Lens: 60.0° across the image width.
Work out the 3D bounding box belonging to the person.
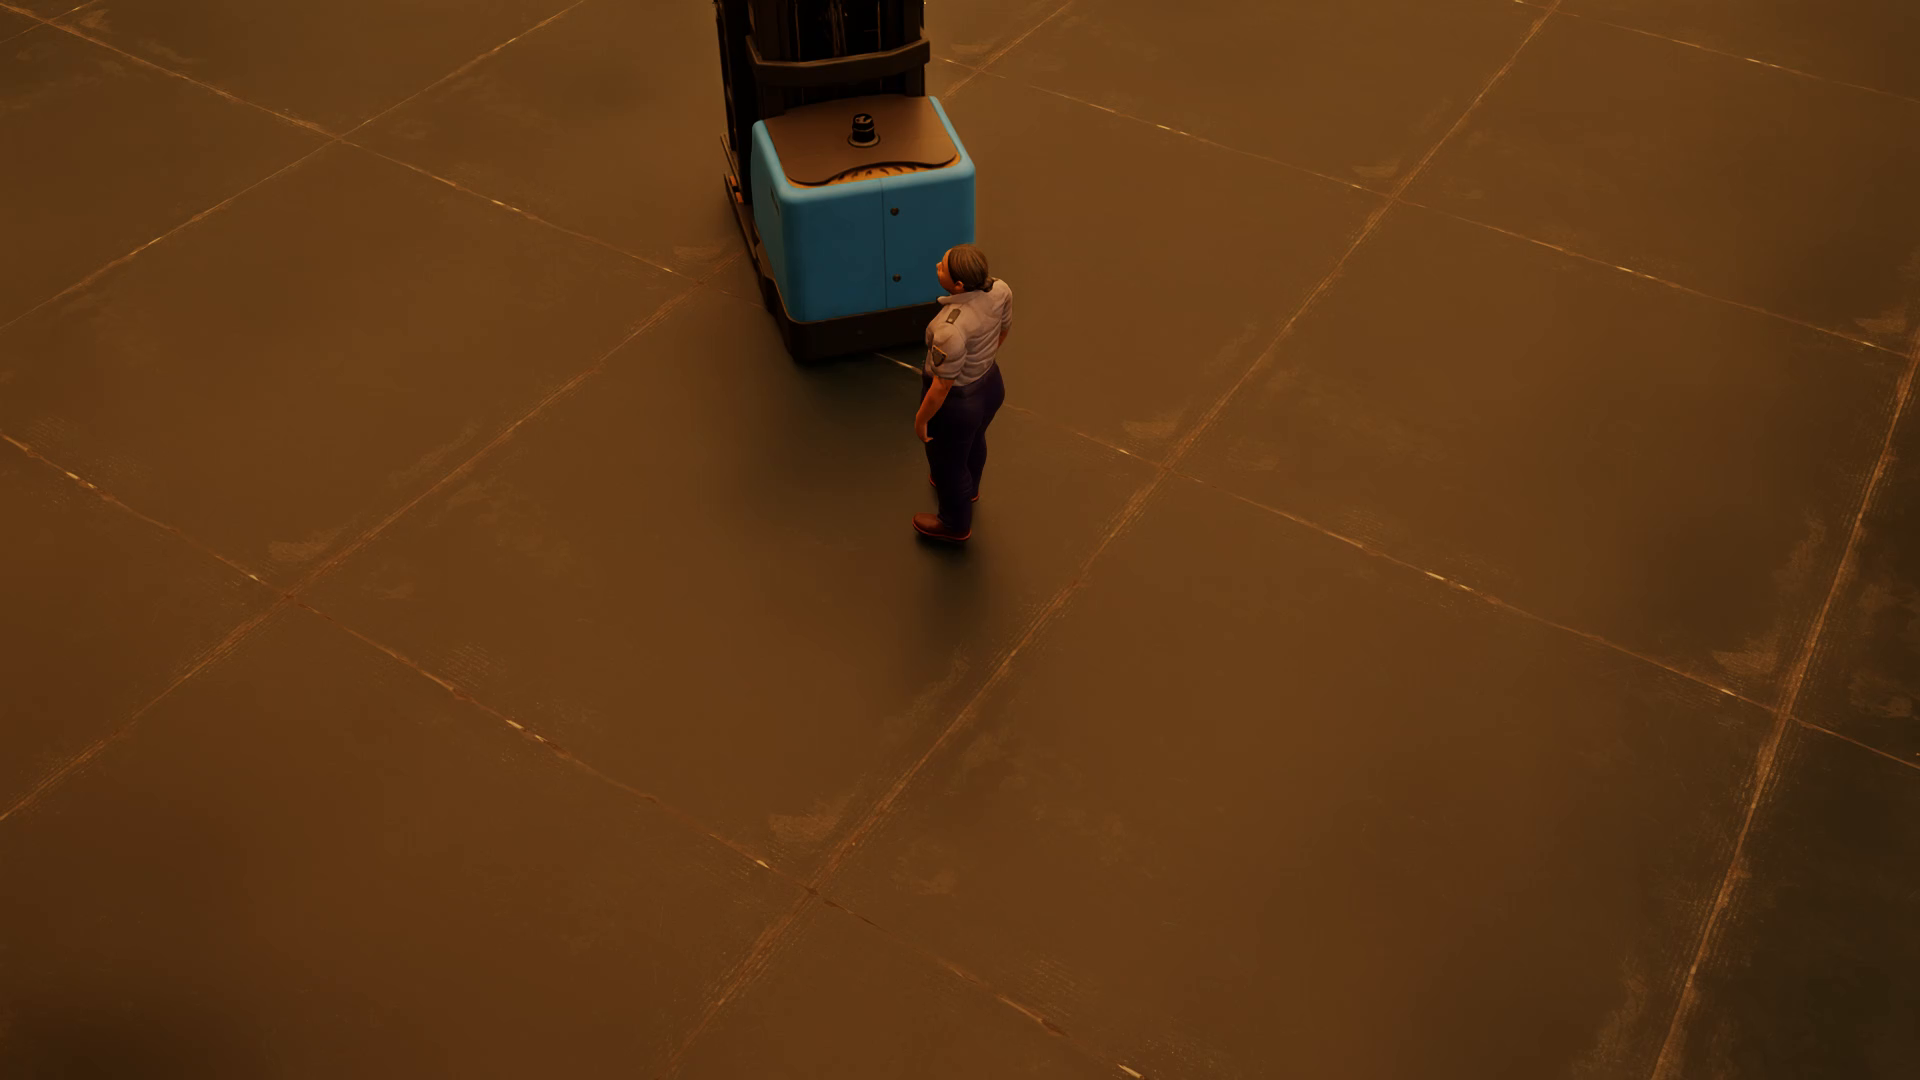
[{"bbox_3d":[-0.063,-0.679,7.428,0.503,1.650,0.599,24,48,23],"label":"person"}]

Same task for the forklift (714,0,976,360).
[{"bbox_3d":[-0.802,-3.056,9.072,1.130,2.935,3.031,-11,45,-12],"label":"forklift"}]
